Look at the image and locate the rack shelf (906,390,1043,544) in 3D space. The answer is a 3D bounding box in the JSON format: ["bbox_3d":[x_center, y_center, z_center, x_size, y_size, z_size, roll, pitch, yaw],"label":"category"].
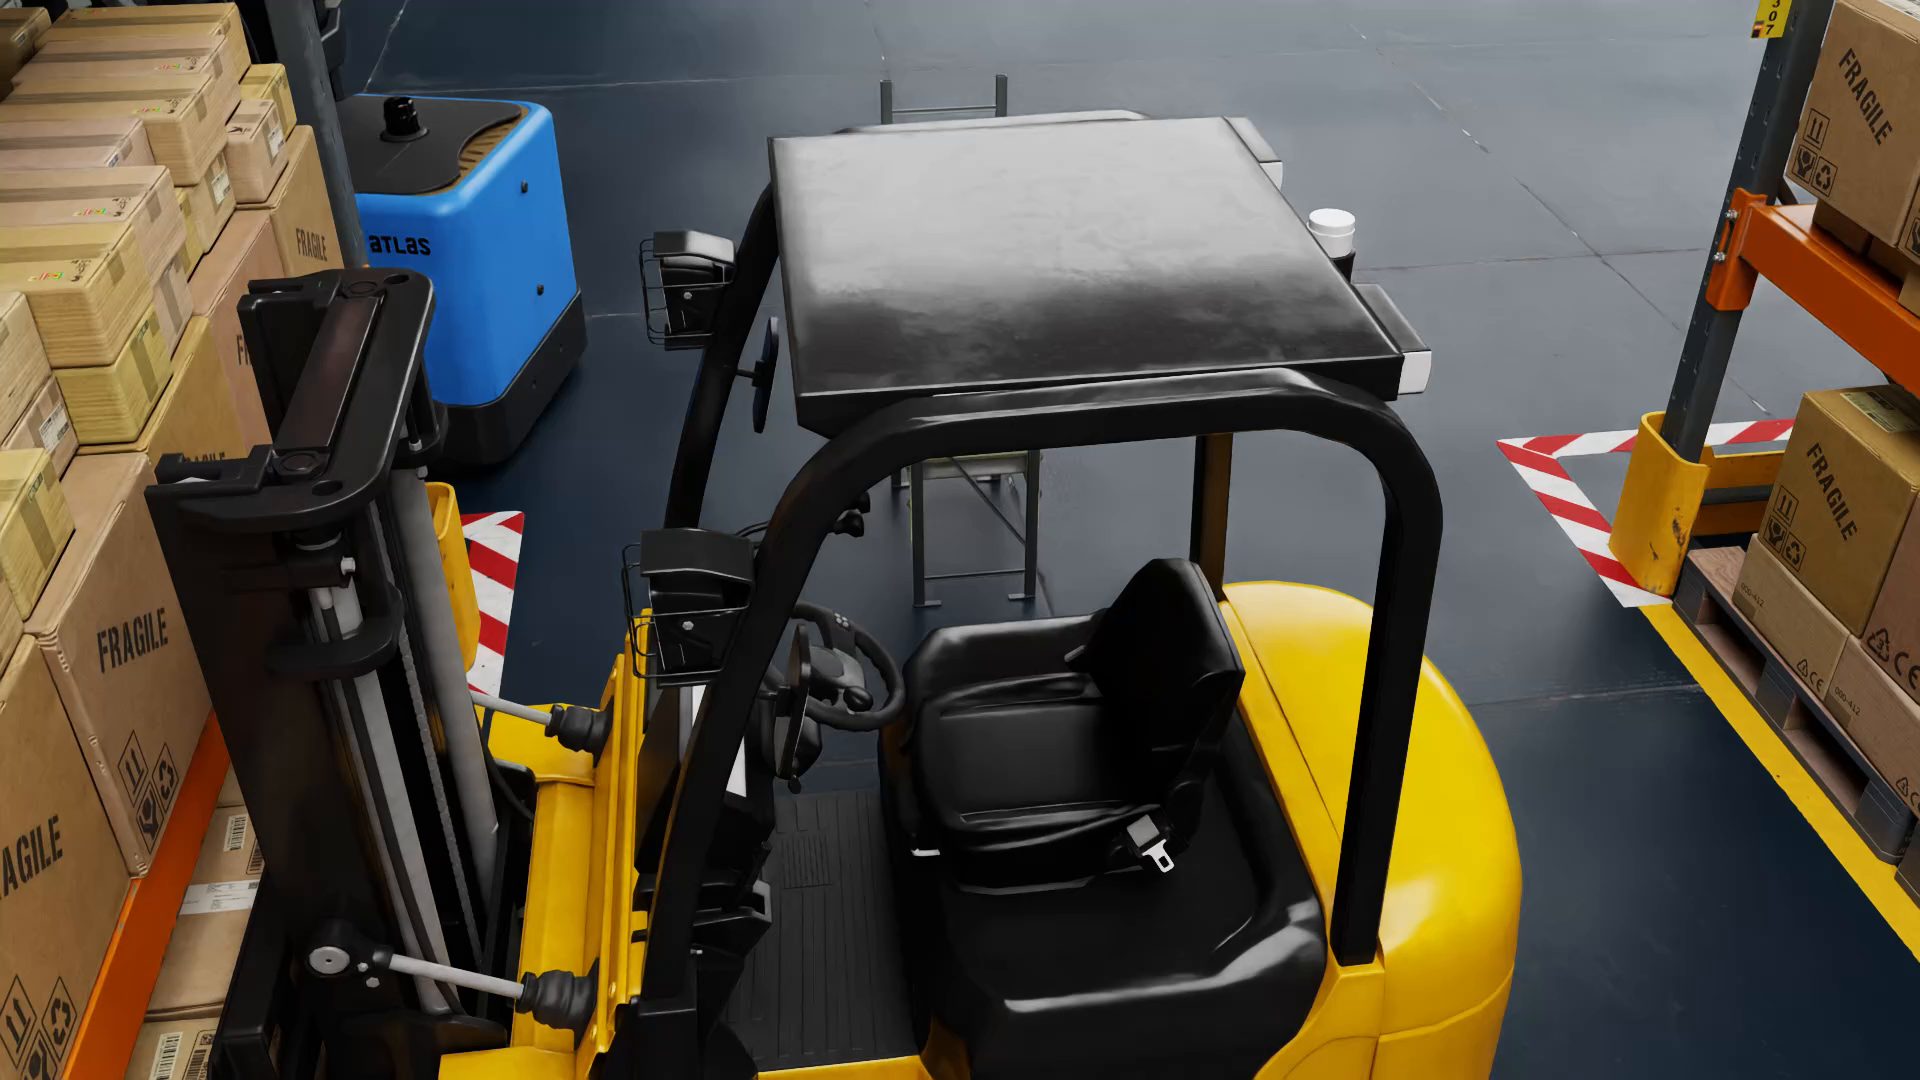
[{"bbox_3d":[-0.001,-0.354,5.517,0.431,0.370,0.720,-4,35,-6],"label":"rack shelf"}]

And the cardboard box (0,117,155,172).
[{"bbox_3d":[-1.763,-0.681,3.156,0.380,0.149,0.250,-4,34,-6],"label":"cardboard box"}]

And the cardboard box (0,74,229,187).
[{"bbox_3d":[-1.723,-0.825,3.368,0.380,0.149,0.250,-4,34,-5],"label":"cardboard box"}]

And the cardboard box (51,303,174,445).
[{"bbox_3d":[-1.585,-0.279,2.831,0.380,0.149,0.250,-4,34,-6],"label":"cardboard box"}]

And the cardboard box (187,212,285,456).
[{"bbox_3d":[-1.719,-0.352,3.515,0.500,0.500,0.500,-3,34,-5],"label":"cardboard box"}]

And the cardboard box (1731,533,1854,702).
[{"bbox_3d":[2.646,0.200,4.862,0.500,0.250,0.500,-5,35,-7],"label":"cardboard box"}]

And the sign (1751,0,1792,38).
[{"bbox_3d":[2.274,-1.551,4.593,0.100,0.325,0.005,-4,35,-6],"label":"sign"}]

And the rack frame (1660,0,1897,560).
[{"bbox_3d":[2.812,-1.234,4.897,1.000,3.000,0.127,-4,35,-6],"label":"rack frame"}]

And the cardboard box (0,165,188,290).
[{"bbox_3d":[-1.618,-0.544,2.955,0.380,0.149,0.250,-4,34,-5],"label":"cardboard box"}]

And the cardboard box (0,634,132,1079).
[{"bbox_3d":[-1.525,0.496,2.270,0.500,0.500,0.500,-5,35,-7],"label":"cardboard box"}]

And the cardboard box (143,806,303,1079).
[{"bbox_3d":[-1.522,0.776,3.129,0.500,0.250,0.500,-5,35,-7],"label":"cardboard box"}]

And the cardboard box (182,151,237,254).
[{"bbox_3d":[-1.744,-0.703,3.454,0.380,0.149,0.250,-4,34,-5],"label":"cardboard box"}]

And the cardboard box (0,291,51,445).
[{"bbox_3d":[-1.637,-0.249,2.523,0.380,0.149,0.250,-4,34,-6],"label":"cardboard box"}]

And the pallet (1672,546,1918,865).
[{"bbox_3d":[2.896,0.417,4.951,1.003,0.211,1.213,-4,35,-6],"label":"pallet"}]

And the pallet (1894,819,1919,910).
[{"bbox_3d":[3.057,1.096,3.954,1.003,0.211,1.213,-4,35,-6],"label":"pallet"}]

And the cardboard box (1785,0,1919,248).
[{"bbox_3d":[2.601,-1.113,4.366,0.500,0.500,0.500,-5,35,-7],"label":"cardboard box"}]

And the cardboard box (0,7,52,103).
[{"bbox_3d":[-2.273,-1.085,3.749,0.380,0.149,0.250,-5,35,-7],"label":"cardboard box"}]

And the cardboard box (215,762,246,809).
[{"bbox_3d":[-1.583,0.492,3.545,0.500,0.250,0.500,-4,34,-6],"label":"cardboard box"}]

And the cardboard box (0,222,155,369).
[{"bbox_3d":[-1.578,-0.400,2.744,0.380,0.149,0.250,-4,34,-5],"label":"cardboard box"}]

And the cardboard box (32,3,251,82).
[{"bbox_3d":[-1.849,-1.104,3.778,0.380,0.149,0.250,-4,35,-6],"label":"cardboard box"}]

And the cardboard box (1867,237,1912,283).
[{"bbox_3d":[2.701,-0.785,4.461,0.380,0.149,0.250,-4,34,-6],"label":"cardboard box"}]

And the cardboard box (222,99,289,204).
[{"bbox_3d":[-1.718,-0.853,3.673,0.380,0.149,0.250,-4,34,-6],"label":"cardboard box"}]

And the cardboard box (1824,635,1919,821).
[{"bbox_3d":[2.708,0.485,4.443,0.500,0.250,0.500,-3,34,-5],"label":"cardboard box"}]

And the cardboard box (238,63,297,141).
[{"bbox_3d":[-1.782,-0.993,3.879,0.380,0.149,0.250,-4,34,-6],"label":"cardboard box"}]

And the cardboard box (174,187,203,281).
[{"bbox_3d":[-1.722,-0.564,3.249,0.380,0.149,0.250,-5,35,-7],"label":"cardboard box"}]

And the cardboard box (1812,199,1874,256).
[{"bbox_3d":[2.653,-0.925,4.667,0.380,0.149,0.250,-4,35,-6],"label":"cardboard box"}]

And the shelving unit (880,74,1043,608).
[{"bbox_3d":[-0.001,-0.623,5.333,0.431,1.500,0.755,-4,35,-6],"label":"shelving unit"}]

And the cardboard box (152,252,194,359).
[{"bbox_3d":[-1.639,-0.419,3.036,0.380,0.149,0.250,-5,35,-8],"label":"cardboard box"}]

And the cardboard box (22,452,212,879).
[{"bbox_3d":[-1.571,0.213,2.685,0.500,0.500,0.500,-4,34,-6],"label":"cardboard box"}]

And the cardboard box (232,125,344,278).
[{"bbox_3d":[-1.780,-0.643,3.940,0.500,0.500,0.500,-5,35,-7],"label":"cardboard box"}]

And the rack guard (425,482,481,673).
[{"bbox_3d":[-2.109,0.164,5.066,1.175,0.500,0.348,-4,35,-6],"label":"rack guard"}]

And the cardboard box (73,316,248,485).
[{"bbox_3d":[-1.650,-0.066,3.095,0.500,0.500,0.500,-5,35,-7],"label":"cardboard box"}]

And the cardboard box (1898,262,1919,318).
[{"bbox_3d":[2.656,-0.631,4.235,0.380,0.149,0.250,-5,35,-8],"label":"cardboard box"}]

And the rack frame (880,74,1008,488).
[{"bbox_3d":[-0.050,-0.828,5.633,0.400,1.500,0.023,-4,35,-6],"label":"rack frame"}]

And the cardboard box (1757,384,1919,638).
[{"bbox_3d":[2.650,-0.097,4.631,0.500,0.500,0.500,-5,35,-8],"label":"cardboard box"}]

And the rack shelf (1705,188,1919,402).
[{"bbox_3d":[3.081,0.179,3.462,1.077,0.370,4.000,-4,35,-6],"label":"rack shelf"}]

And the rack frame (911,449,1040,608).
[{"bbox_3d":[0.048,-0.419,5.033,0.400,1.500,0.023,-4,35,-6],"label":"rack frame"}]

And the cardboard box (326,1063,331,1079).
[{"bbox_3d":[-1.522,1.191,3.407,0.500,0.250,0.500,-3,34,-5],"label":"cardboard box"}]

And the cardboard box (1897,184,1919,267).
[{"bbox_3d":[2.674,-0.824,3.943,0.500,0.500,0.500,-3,34,-5],"label":"cardboard box"}]

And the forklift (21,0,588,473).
[{"bbox_3d":[-3.078,-1.819,5.817,3.031,2.935,1.130,4,35,6],"label":"forklift"}]

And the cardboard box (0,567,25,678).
[{"bbox_3d":[-1.494,0.153,2.198,0.380,0.149,0.250,-5,35,-8],"label":"cardboard box"}]

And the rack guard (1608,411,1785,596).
[{"bbox_3d":[2.822,-0.159,5.539,1.175,0.500,0.348,-4,35,-6],"label":"rack guard"}]

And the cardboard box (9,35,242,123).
[{"bbox_3d":[-1.785,-0.969,3.579,0.380,0.149,0.250,-4,35,-6],"label":"cardboard box"}]

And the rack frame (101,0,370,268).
[{"bbox_3d":[-2.106,-0.856,4.342,1.000,3.000,0.127,-4,35,-6],"label":"rack frame"}]

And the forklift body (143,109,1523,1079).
[{"bbox_3d":[-0.043,0.415,3.231,2.313,2.155,1.214,-4,35,-6],"label":"forklift body"}]

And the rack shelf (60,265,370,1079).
[{"bbox_3d":[-1.837,0.557,2.907,1.077,0.370,4.000,-4,35,-6],"label":"rack shelf"}]

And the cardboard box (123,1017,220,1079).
[{"bbox_3d":[-1.459,1.069,2.698,0.500,0.250,0.500,-3,34,-5],"label":"cardboard box"}]

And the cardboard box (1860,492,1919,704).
[{"bbox_3d":[2.725,0.195,4.204,0.500,0.500,0.500,-6,35,-8],"label":"cardboard box"}]

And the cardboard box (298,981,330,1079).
[{"bbox_3d":[-1.520,0.995,3.251,0.500,0.250,0.500,-4,35,-7],"label":"cardboard box"}]

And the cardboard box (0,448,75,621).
[{"bbox_3d":[-1.539,0.005,2.415,0.380,0.149,0.250,-5,35,-7],"label":"cardboard box"}]

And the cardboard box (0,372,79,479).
[{"bbox_3d":[-1.641,-0.133,2.617,0.380,0.149,0.250,-5,35,-7],"label":"cardboard box"}]
